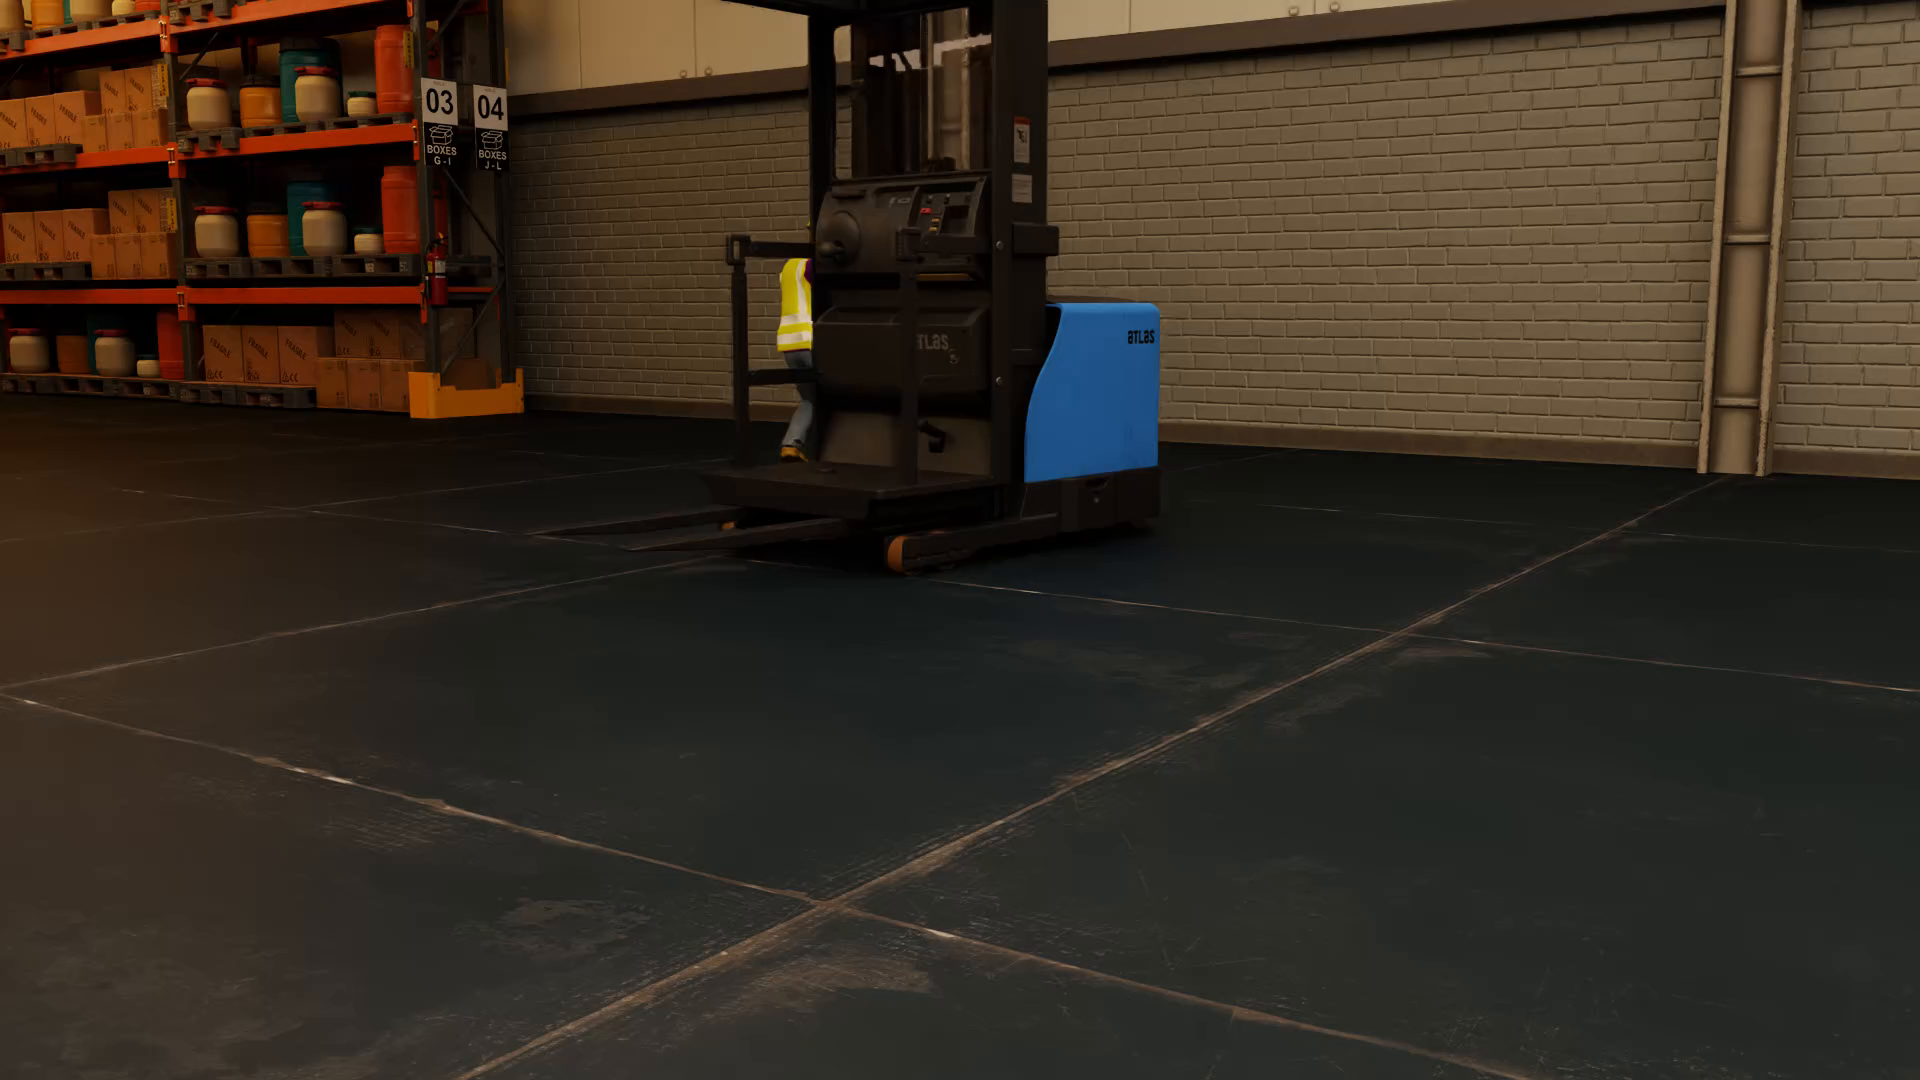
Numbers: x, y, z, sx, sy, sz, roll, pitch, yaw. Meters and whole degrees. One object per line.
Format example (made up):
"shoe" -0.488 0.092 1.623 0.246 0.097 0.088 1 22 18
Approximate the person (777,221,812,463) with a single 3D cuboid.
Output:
"person" -0.777 -1.233 10.440 0.910 1.638 0.817 8 11 44

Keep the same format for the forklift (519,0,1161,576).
"forklift" -0.399 -1.386 6.939 1.130 2.935 3.031 7 11 41
